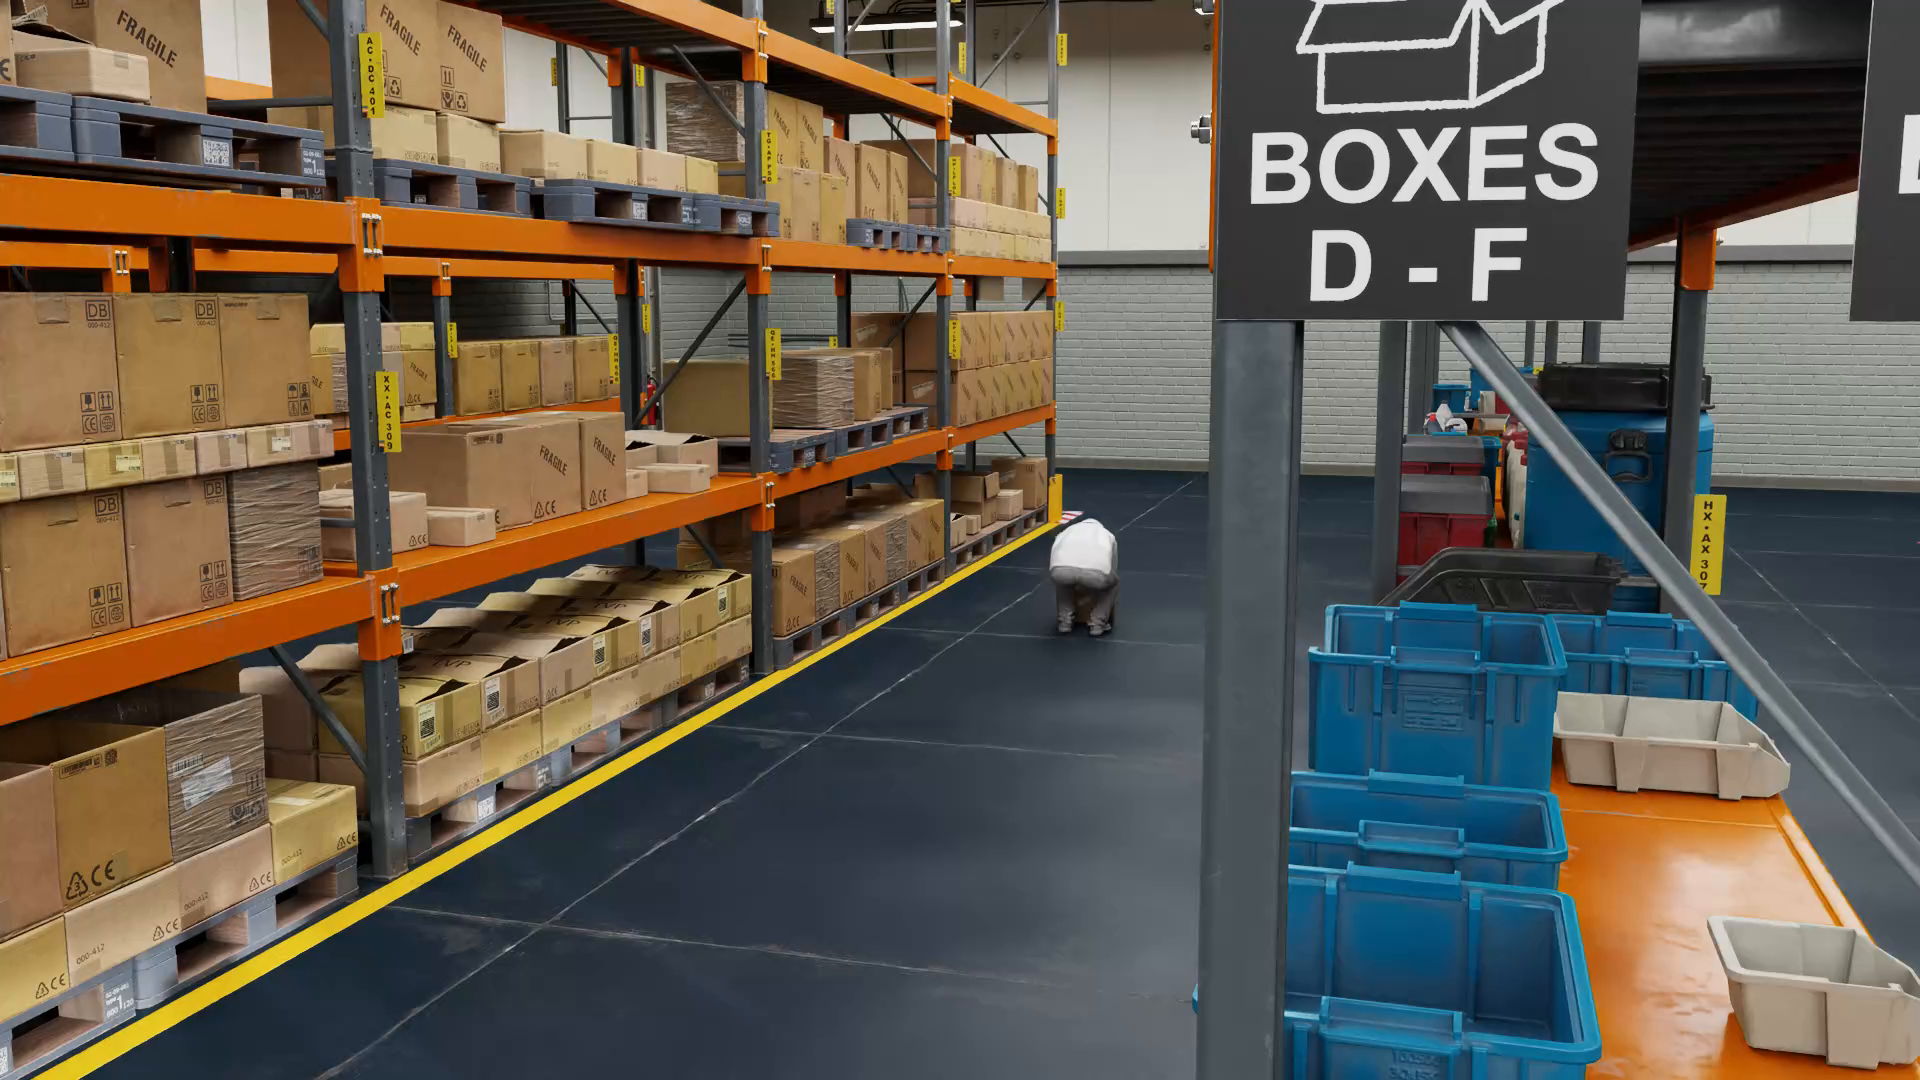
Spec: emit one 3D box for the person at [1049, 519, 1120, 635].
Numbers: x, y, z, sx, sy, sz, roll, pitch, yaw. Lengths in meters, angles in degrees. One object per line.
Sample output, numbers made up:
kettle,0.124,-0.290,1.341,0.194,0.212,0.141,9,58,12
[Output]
person,0.942,0.280,12.398,0.502,0.779,0.972,2,9,15
